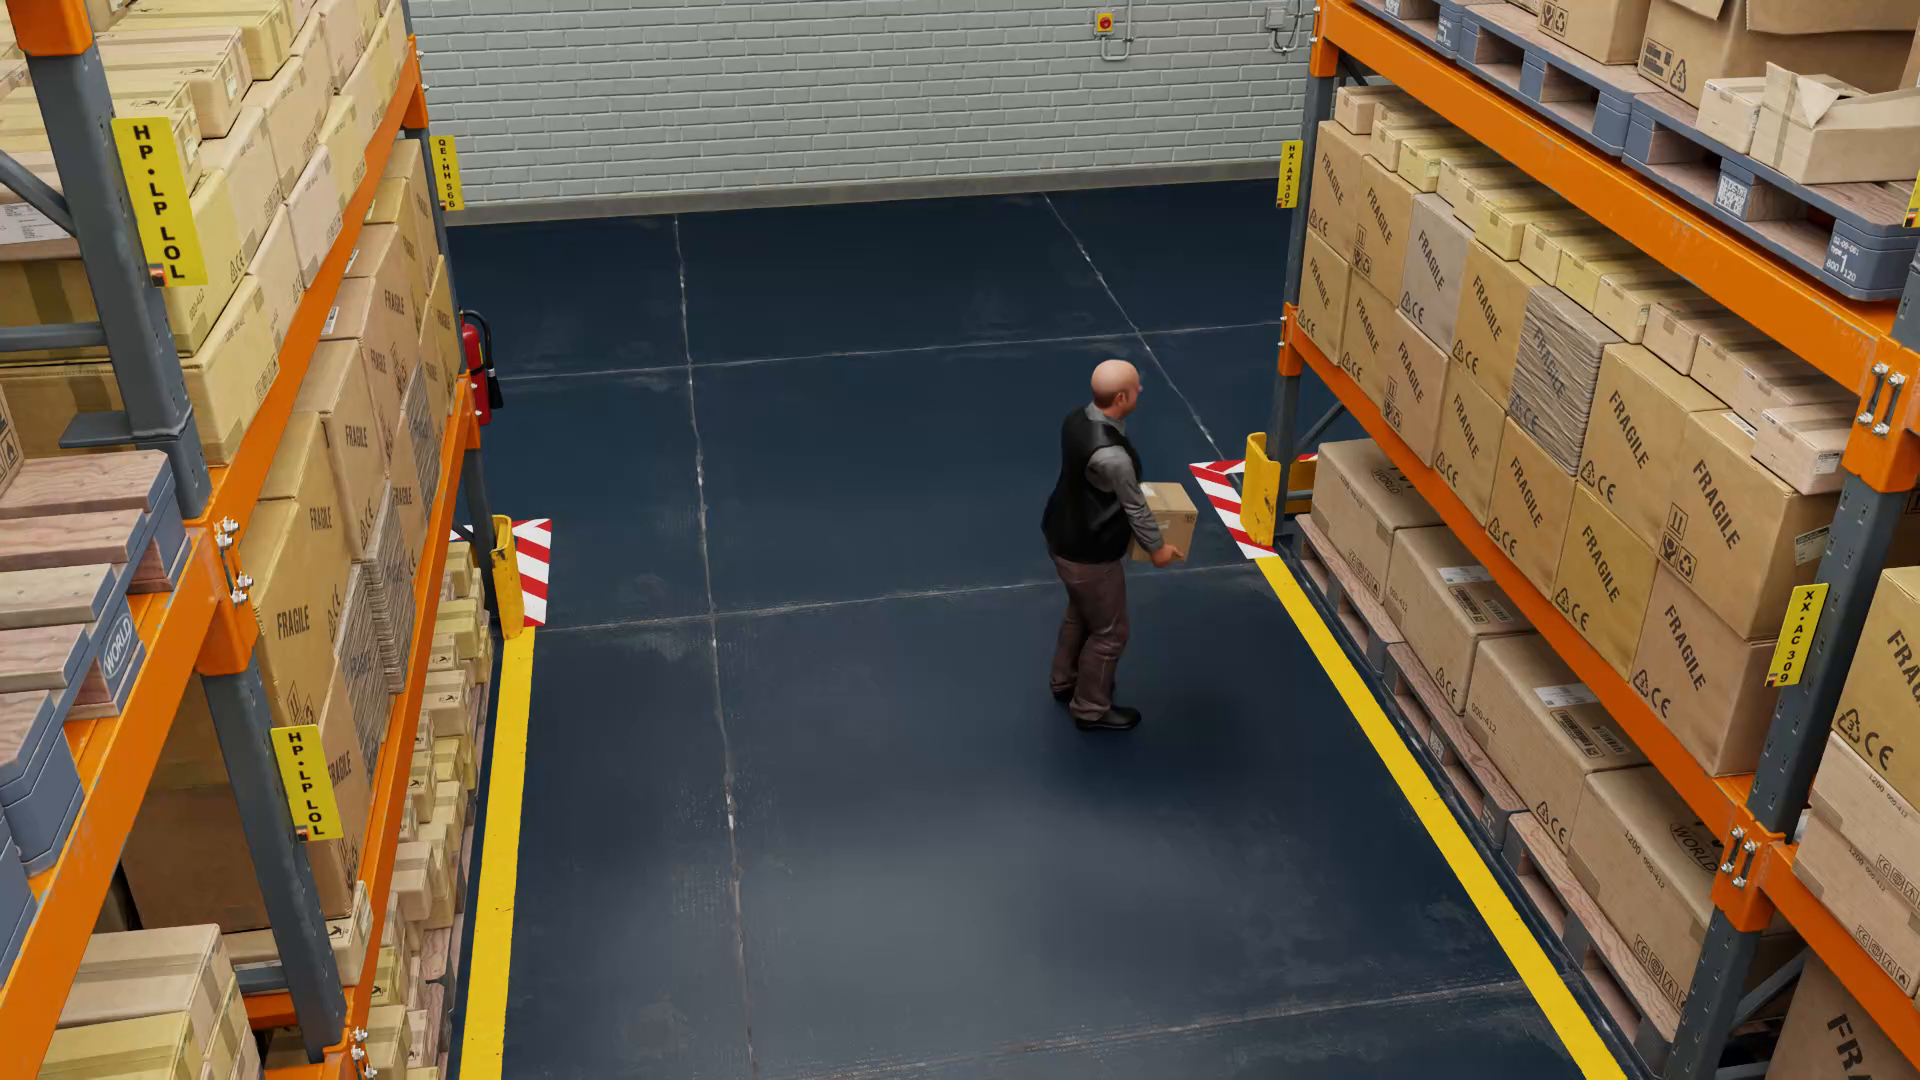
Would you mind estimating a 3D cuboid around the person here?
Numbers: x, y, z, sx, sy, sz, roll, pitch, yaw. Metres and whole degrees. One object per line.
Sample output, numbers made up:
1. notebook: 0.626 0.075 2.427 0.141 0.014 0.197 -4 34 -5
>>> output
1. person: 0.640 0.018 7.137 0.568 1.716 0.491 -6 31 -10
